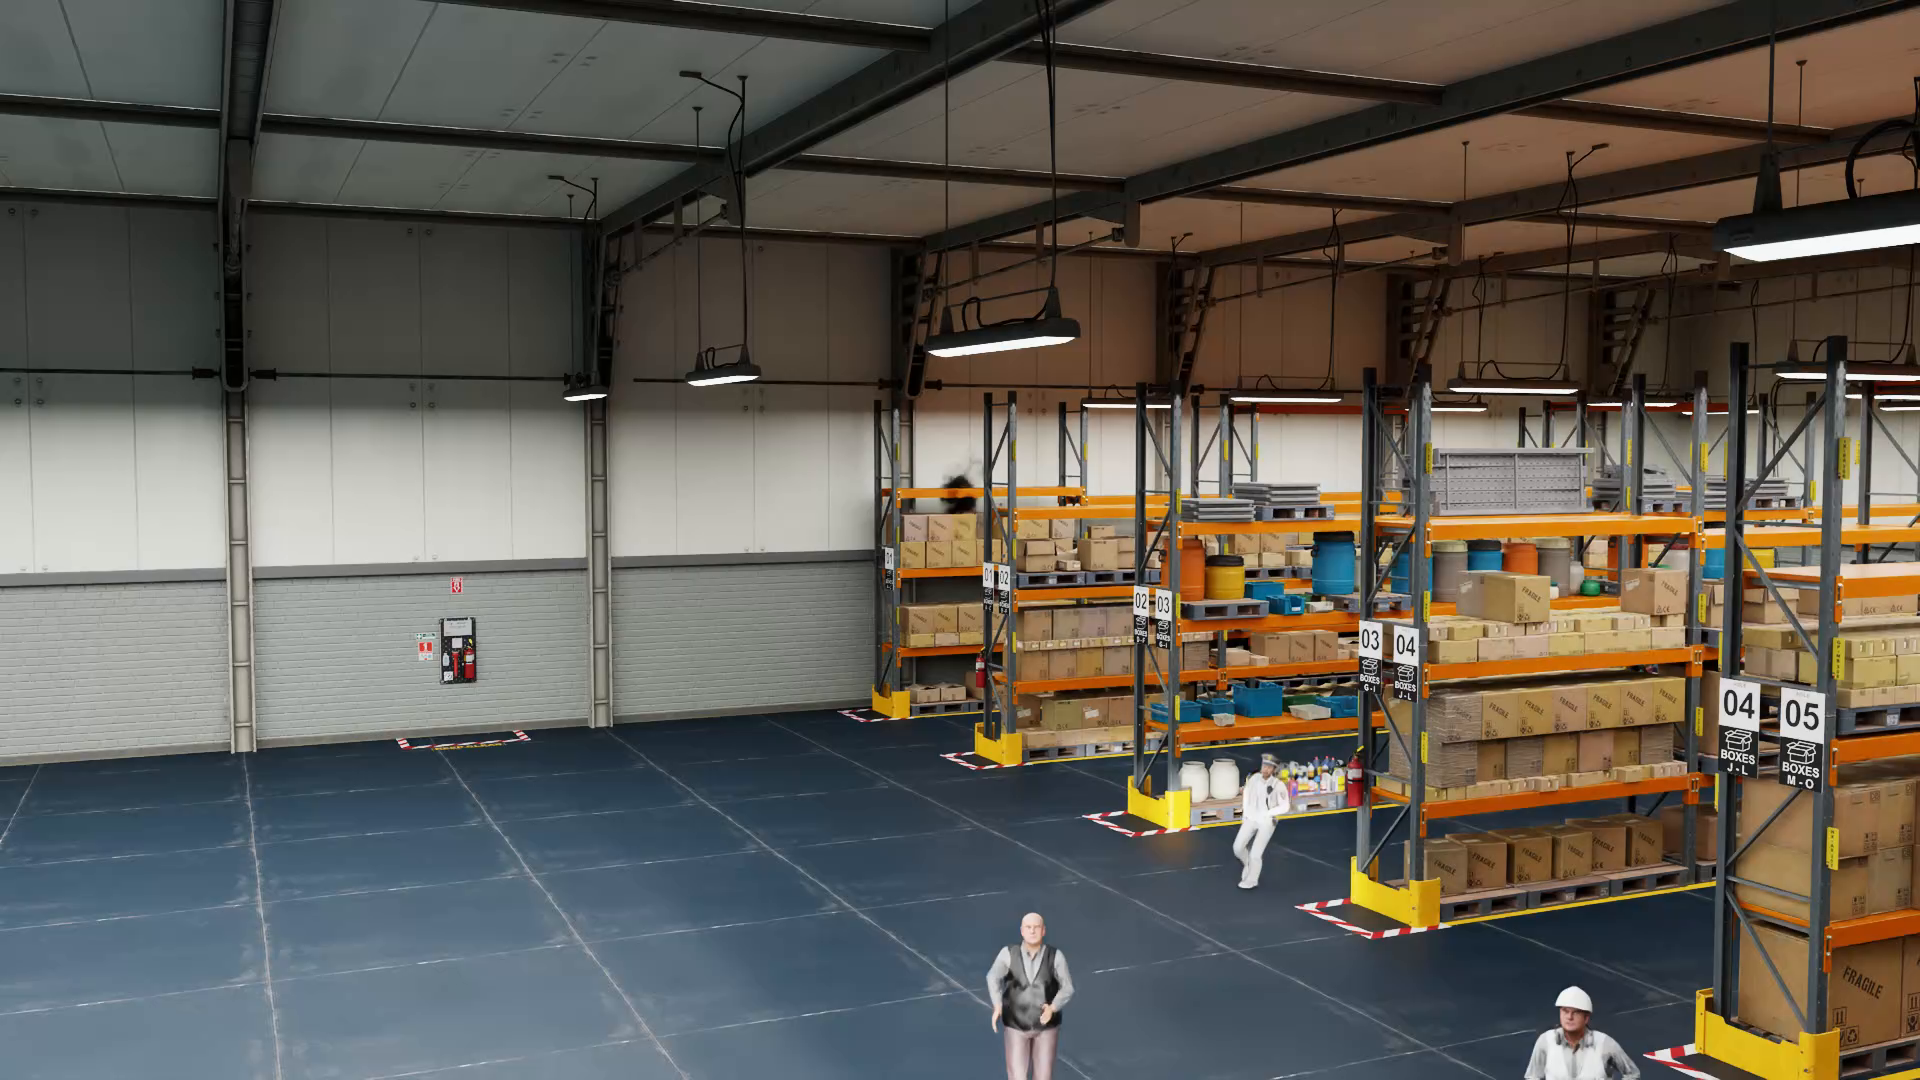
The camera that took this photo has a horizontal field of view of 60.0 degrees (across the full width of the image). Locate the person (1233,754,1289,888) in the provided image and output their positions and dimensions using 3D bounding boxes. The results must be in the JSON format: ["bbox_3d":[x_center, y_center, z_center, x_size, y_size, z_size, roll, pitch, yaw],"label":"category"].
[{"bbox_3d":[3.468,3.243,19.125,0.647,1.610,0.491,3,4,39],"label":"person"}]

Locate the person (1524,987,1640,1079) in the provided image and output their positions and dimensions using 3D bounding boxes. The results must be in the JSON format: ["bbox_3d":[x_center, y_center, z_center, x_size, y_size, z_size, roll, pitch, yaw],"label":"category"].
[{"bbox_3d":[3.926,3.691,10.541,0.678,1.735,0.646,2,4,27],"label":"person"}]

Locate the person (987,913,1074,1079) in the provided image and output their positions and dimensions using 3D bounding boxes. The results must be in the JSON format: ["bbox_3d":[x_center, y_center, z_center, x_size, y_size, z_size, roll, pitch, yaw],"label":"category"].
[{"bbox_3d":[0.522,3.607,12.296,0.652,1.678,0.569,0,3,1],"label":"person"}]
